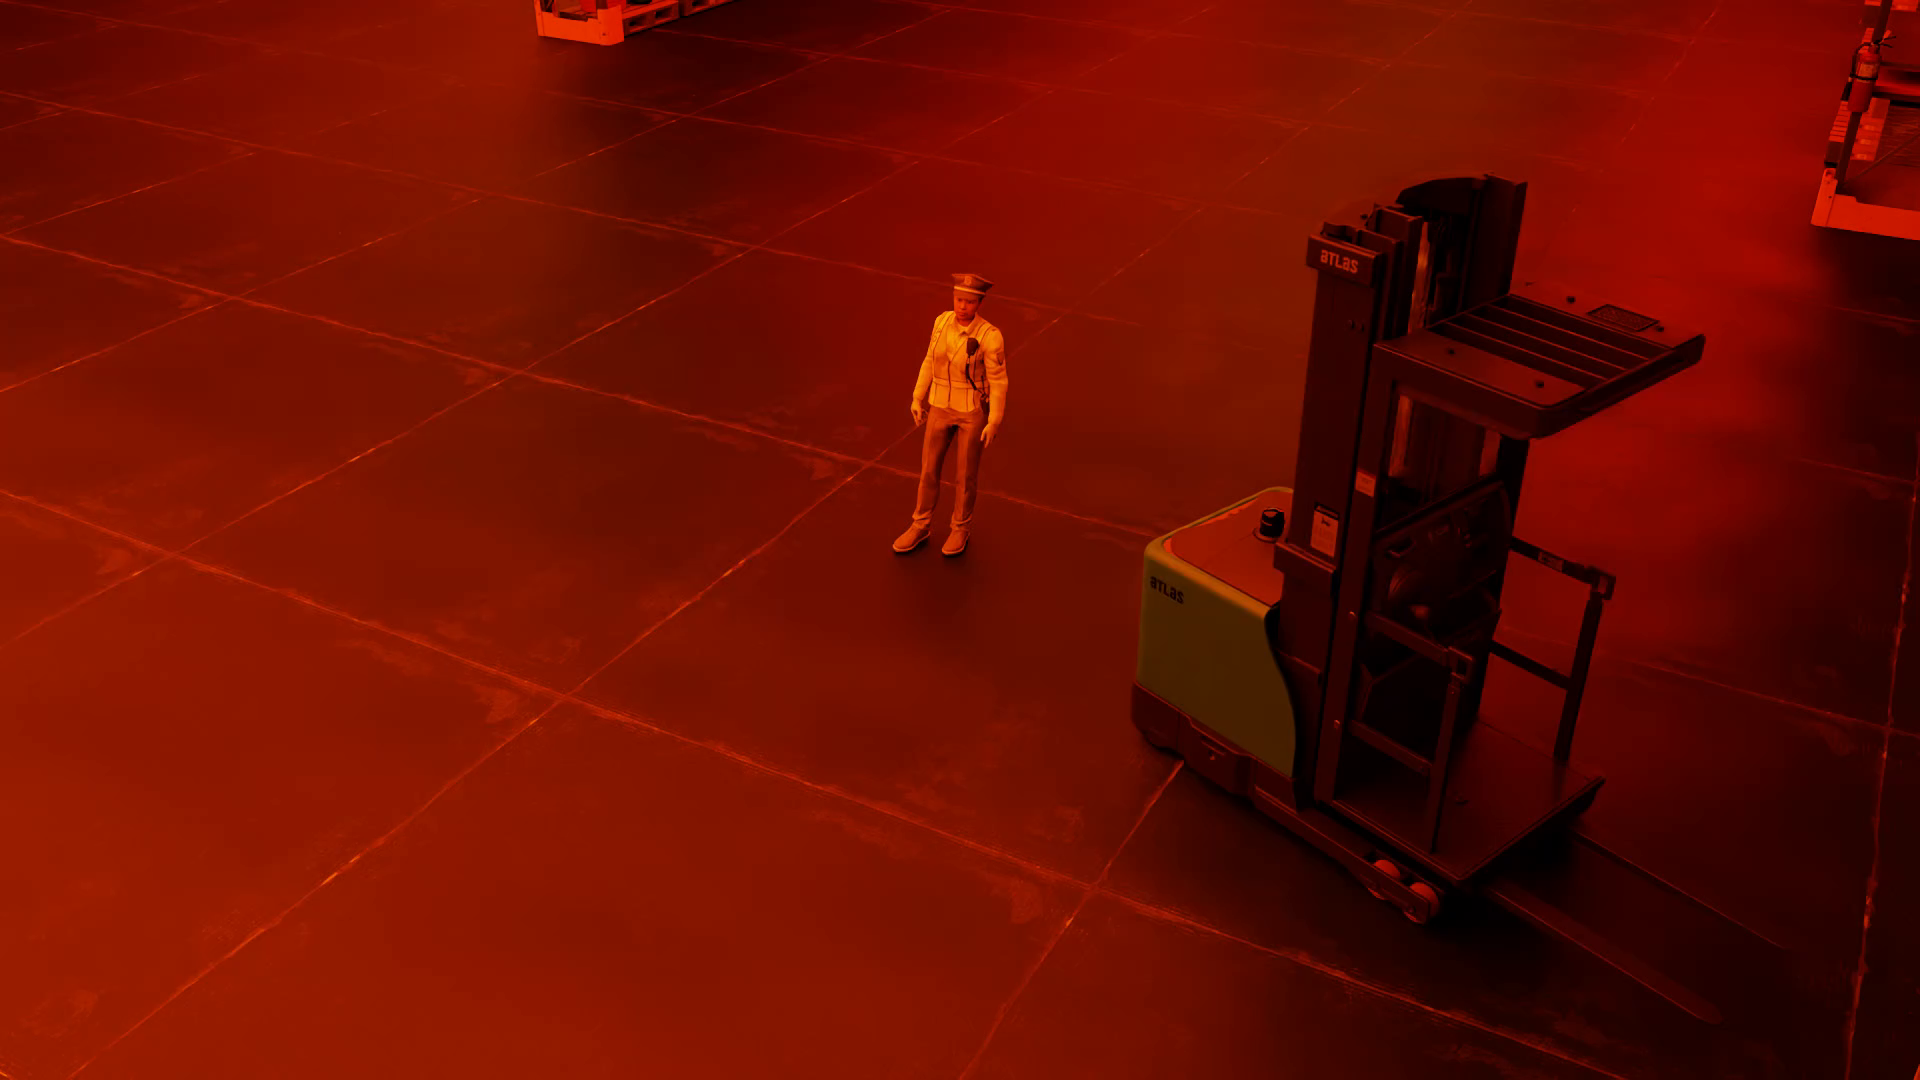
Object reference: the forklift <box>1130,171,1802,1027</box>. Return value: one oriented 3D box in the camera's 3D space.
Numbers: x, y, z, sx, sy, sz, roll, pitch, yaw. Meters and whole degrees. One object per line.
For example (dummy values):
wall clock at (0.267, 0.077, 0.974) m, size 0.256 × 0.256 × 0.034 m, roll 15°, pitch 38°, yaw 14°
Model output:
forklift at (2.180, 0.090, 6.915) m, size 1.130 × 2.935 × 3.031 m, roll -23°, pitch 37°, yaw -34°

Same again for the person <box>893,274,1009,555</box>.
person at (-0.038, -0.712, 9.527) m, size 0.587 × 1.696 × 0.534 m, roll 15°, pitch 33°, yaw 25°
